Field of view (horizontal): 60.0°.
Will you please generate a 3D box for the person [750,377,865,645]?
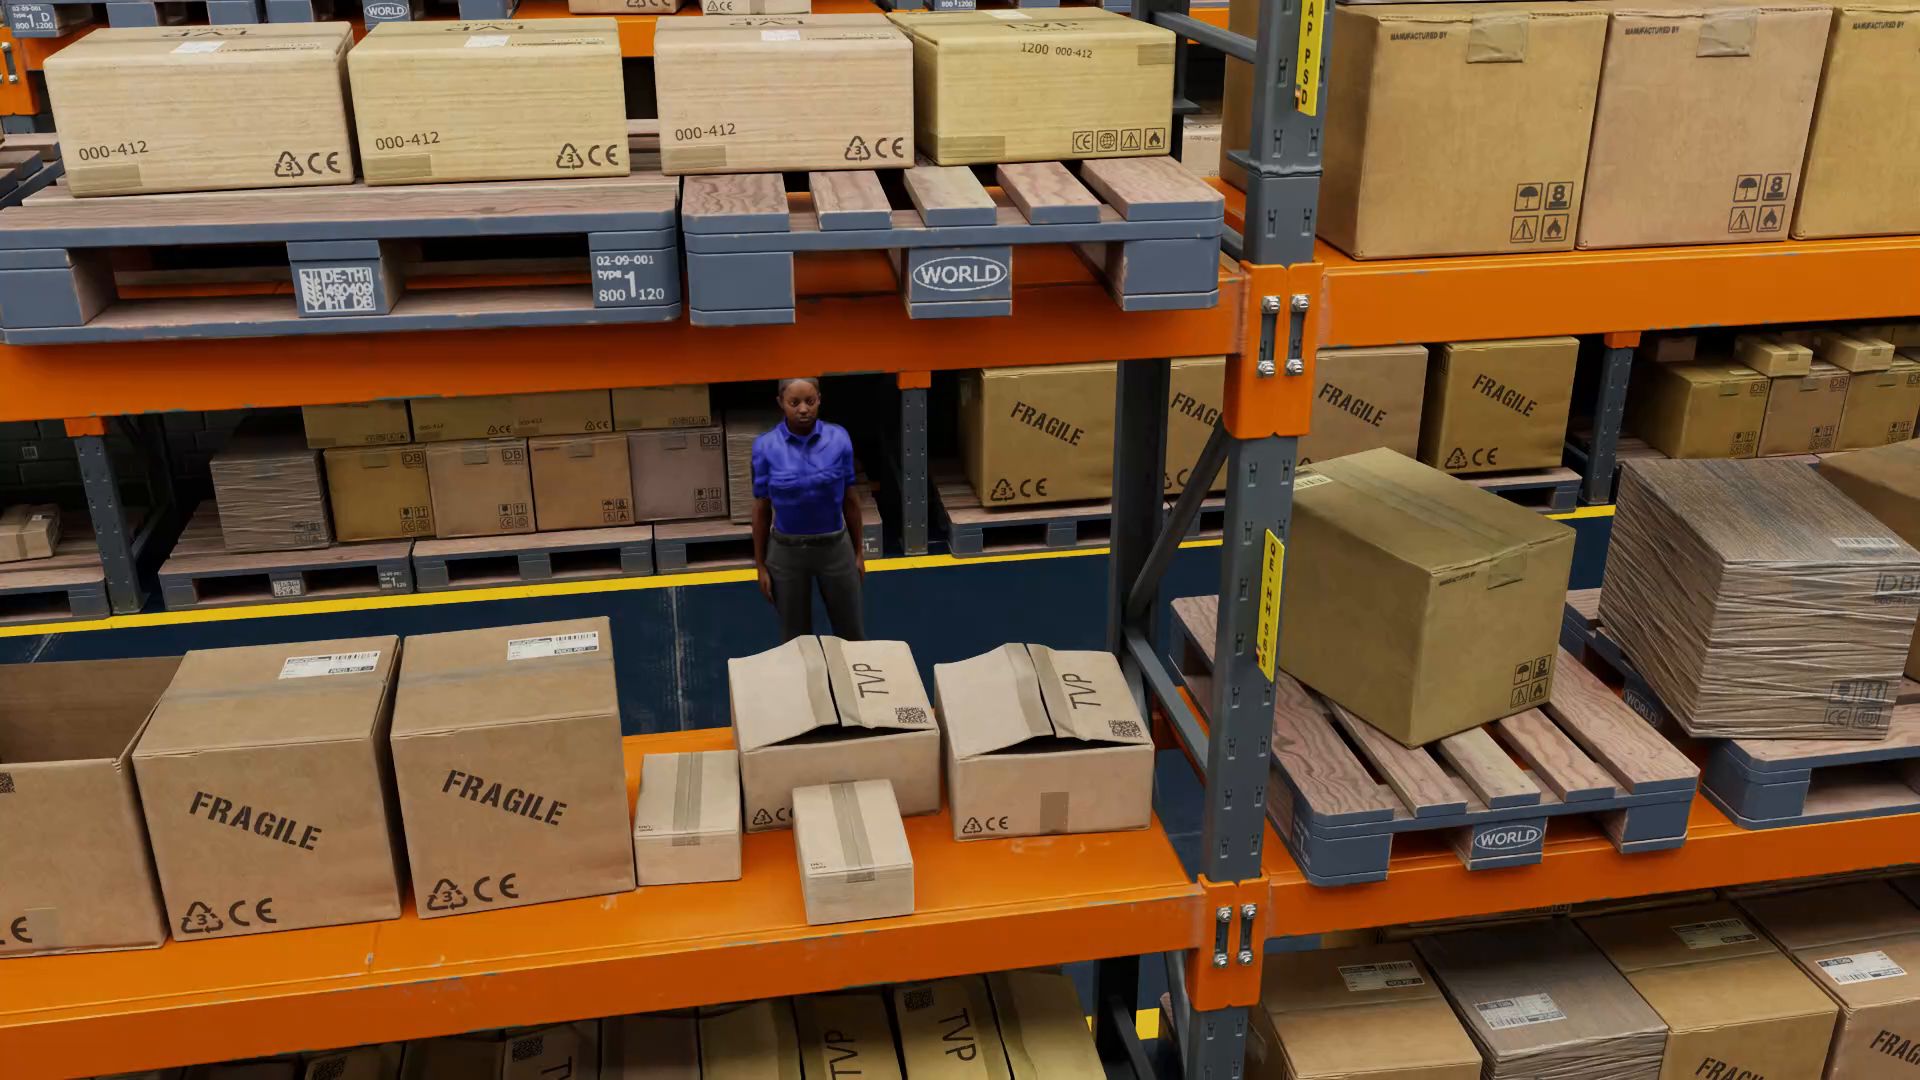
[{"bbox_3d":[-0.600,0.091,6.881,0.501,1.669,0.349,-4,24,-10],"label":"person"}]
